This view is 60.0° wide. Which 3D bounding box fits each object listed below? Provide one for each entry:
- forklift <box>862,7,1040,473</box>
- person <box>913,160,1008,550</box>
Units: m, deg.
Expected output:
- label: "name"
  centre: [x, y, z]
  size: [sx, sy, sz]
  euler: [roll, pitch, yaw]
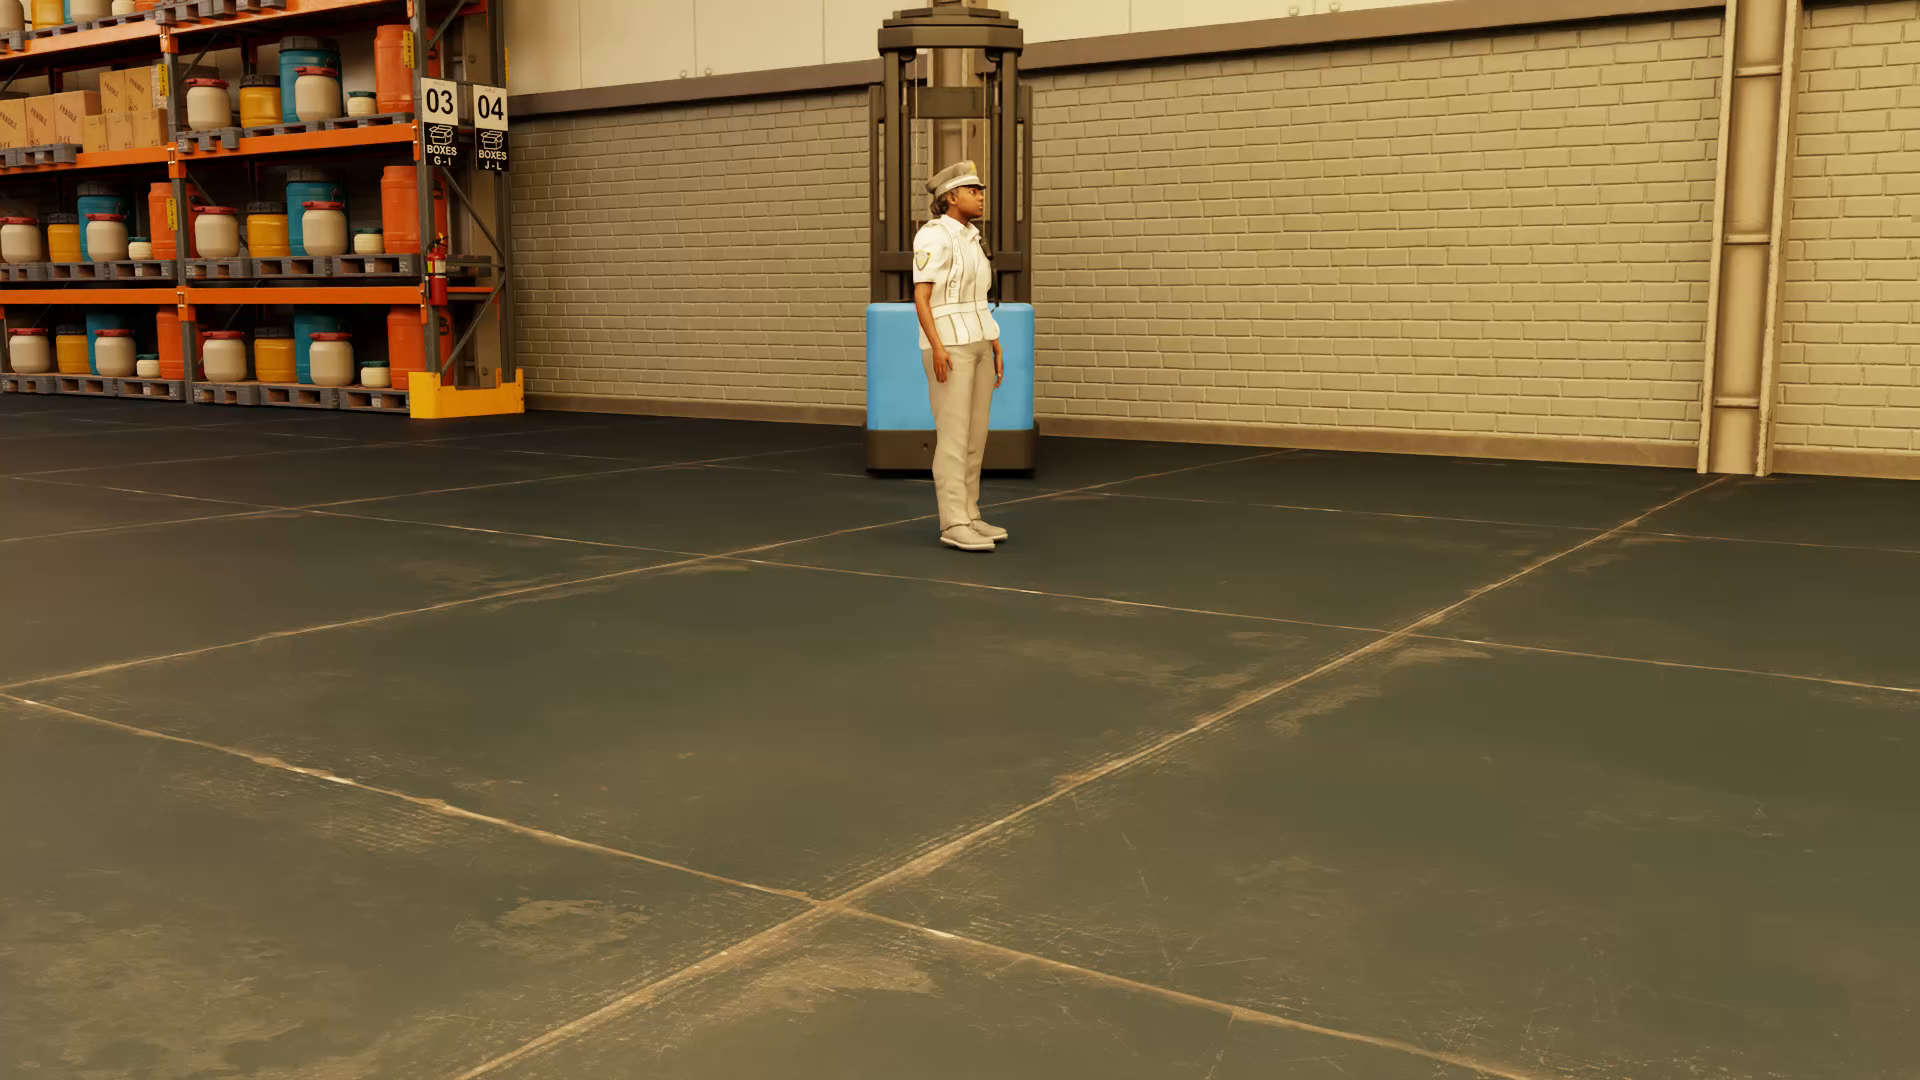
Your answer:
- label: "forklift"
  centre: [-0.062, -2.022, 11.409]
  size: [1.130, 2.935, 3.031]
  euler: [0, 8, 0]
- label: "person"
  centre: [0.051, -0.838, 7.426]
  size: [0.530, 1.695, 0.570]
  euler: [5, 10, 34]
